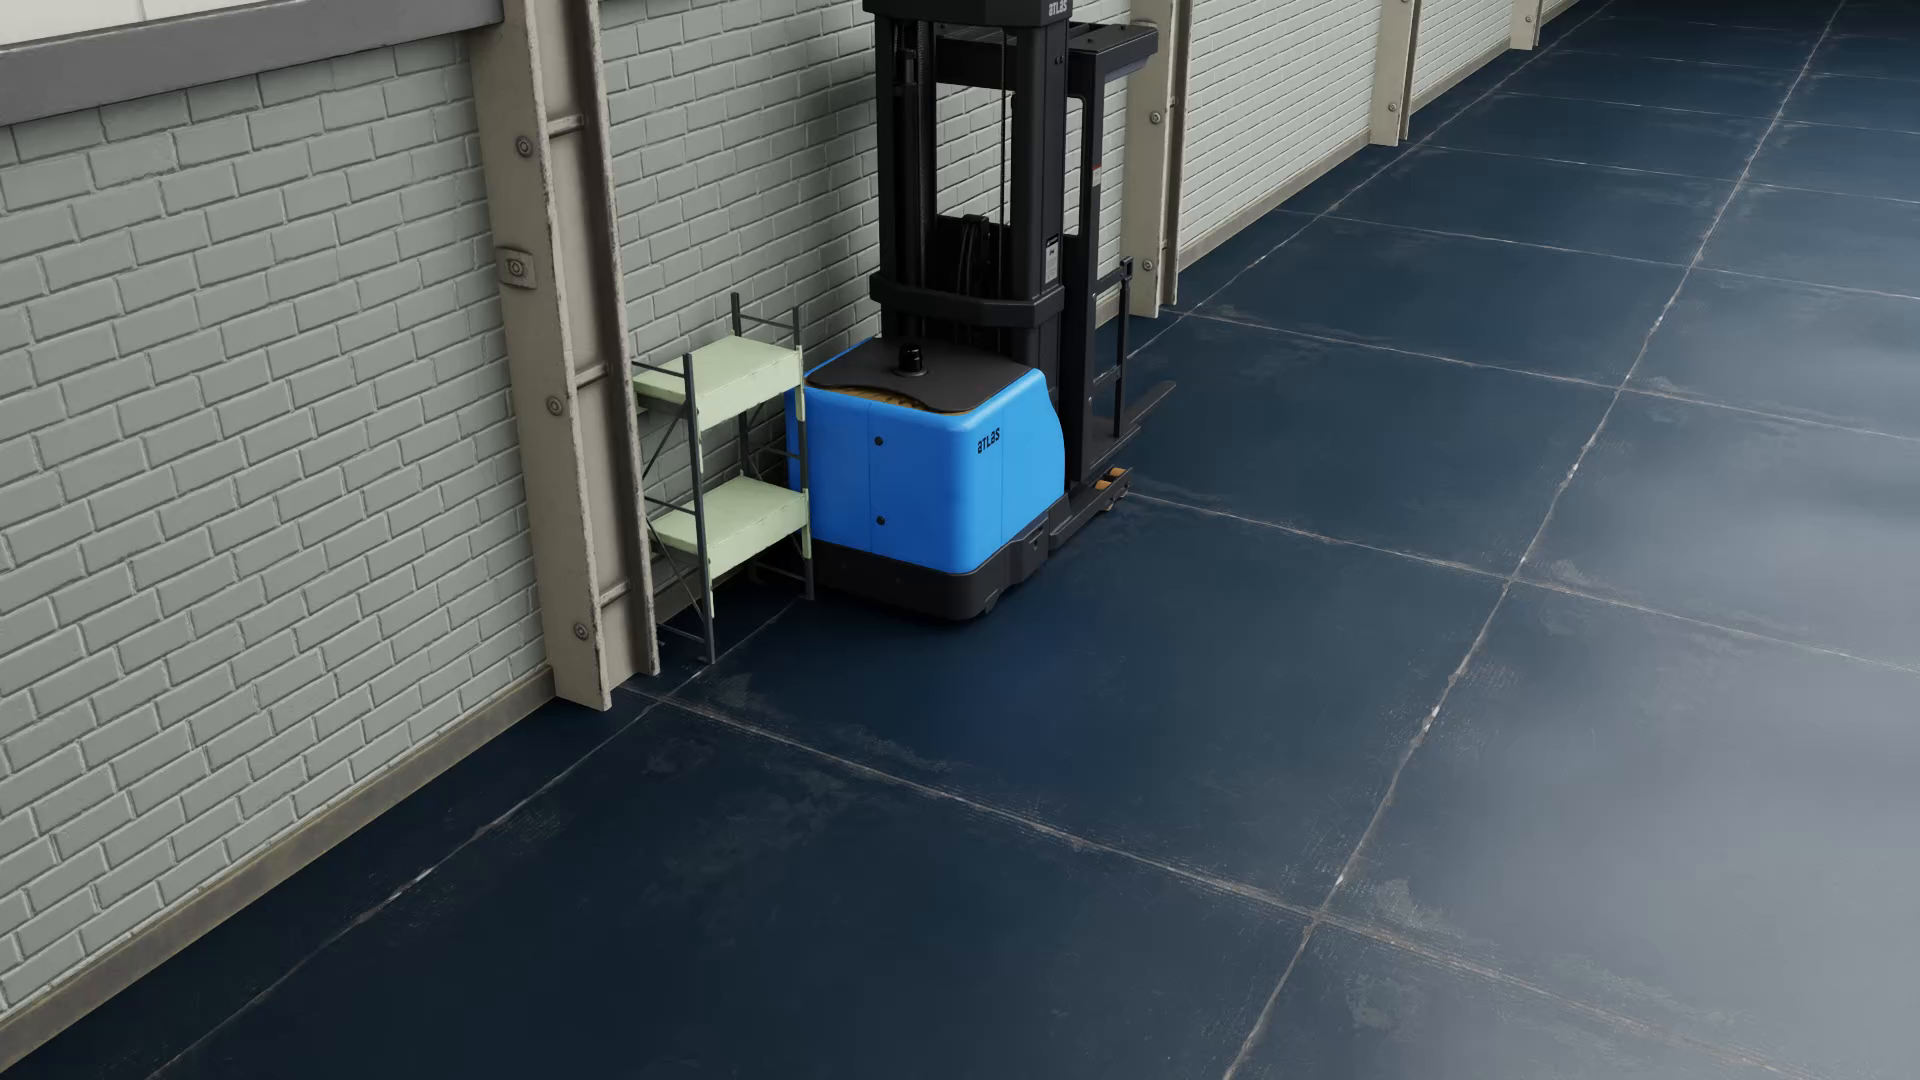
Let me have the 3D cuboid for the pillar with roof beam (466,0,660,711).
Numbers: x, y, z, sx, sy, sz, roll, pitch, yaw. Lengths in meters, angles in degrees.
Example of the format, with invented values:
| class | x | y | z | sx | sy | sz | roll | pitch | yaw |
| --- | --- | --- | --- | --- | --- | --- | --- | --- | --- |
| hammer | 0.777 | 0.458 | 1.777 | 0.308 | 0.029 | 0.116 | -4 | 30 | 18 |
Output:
| class | x | y | z | sx | sy | sz | roll | pitch | yaw |
| --- | --- | --- | --- | --- | --- | --- | --- | --- | --- |
| pillar with roof beam | 2.158 | -2.438 | 3.568 | 9.100 | 9.000 | 0.400 | 14 | 30 | 26 |

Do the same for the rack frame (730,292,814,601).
| class | x | y | z | sx | sy | sz | roll | pitch | yaw |
| --- | --- | --- | --- | --- | --- | --- | --- | --- | --- |
| rack frame | -0.888 | -0.424 | 7.922 | 0.400 | 1.500 | 0.023 | 17 | 31 | 30 |

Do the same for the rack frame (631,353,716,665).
| class | x | y | z | sx | sy | sz | roll | pitch | yaw |
| --- | --- | --- | --- | --- | --- | --- | --- | --- | --- |
| rack frame | -1.293 | -0.151 | 7.377 | 0.400 | 1.500 | 0.023 | 17 | 31 | 30 |

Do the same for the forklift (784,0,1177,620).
| class | x | y | z | sx | sy | sz | roll | pitch | yaw |
| --- | --- | --- | --- | --- | --- | --- | --- | --- | --- |
| forklift | 0.304 | -1.558 | 8.587 | 1.130 | 2.935 | 3.031 | 14 | 30 | 26 |

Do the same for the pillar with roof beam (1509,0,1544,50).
| class | x | y | z | sx | sy | sz | roll | pitch | yaw |
| --- | --- | --- | --- | --- | --- | --- | --- | --- | --- |
| pillar with roof beam | 11.013 | -9.453 | 17.581 | 9.100 | 9.000 | 0.400 | 14 | 30 | 26 |

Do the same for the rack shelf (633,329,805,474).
| class | x | y | z | sx | sy | sz | roll | pitch | yaw |
| --- | --- | --- | --- | --- | --- | --- | --- | --- | --- |
| rack shelf | -1.090 | -0.637 | 7.475 | 0.431 | 0.370 | 0.720 | 17 | 31 | 30 |

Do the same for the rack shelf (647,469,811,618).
| class | x | y | z | sx | sy | sz | roll | pitch | yaw |
| --- | --- | --- | --- | --- | --- | --- | --- | --- | --- |
| rack shelf | -1.090 | 0.004 | 7.795 | 0.431 | 0.370 | 0.720 | 17 | 31 | 30 |

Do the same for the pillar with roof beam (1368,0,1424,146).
| class | x | y | z | sx | sy | sz | roll | pitch | yaw |
| --- | --- | --- | --- | --- | --- | --- | --- | --- | --- |
| pillar with roof beam | 8.062 | -7.115 | 12.910 | 9.100 | 9.000 | 0.400 | 14 | 30 | 26 |

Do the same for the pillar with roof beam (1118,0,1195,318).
| class | x | y | z | sx | sy | sz | roll | pitch | yaw |
| --- | --- | --- | --- | --- | --- | --- | --- | --- | --- |
| pillar with roof beam | 5.110 | -4.777 | 8.239 | 9.100 | 9.000 | 0.400 | 14 | 30 | 26 |

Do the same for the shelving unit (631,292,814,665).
| class | x | y | z | sx | sy | sz | roll | pitch | yaw |
| --- | --- | --- | --- | --- | --- | --- | --- | --- | --- |
| shelving unit | -1.090 | -0.288 | 7.649 | 0.431 | 1.500 | 0.755 | 17 | 31 | 30 |
